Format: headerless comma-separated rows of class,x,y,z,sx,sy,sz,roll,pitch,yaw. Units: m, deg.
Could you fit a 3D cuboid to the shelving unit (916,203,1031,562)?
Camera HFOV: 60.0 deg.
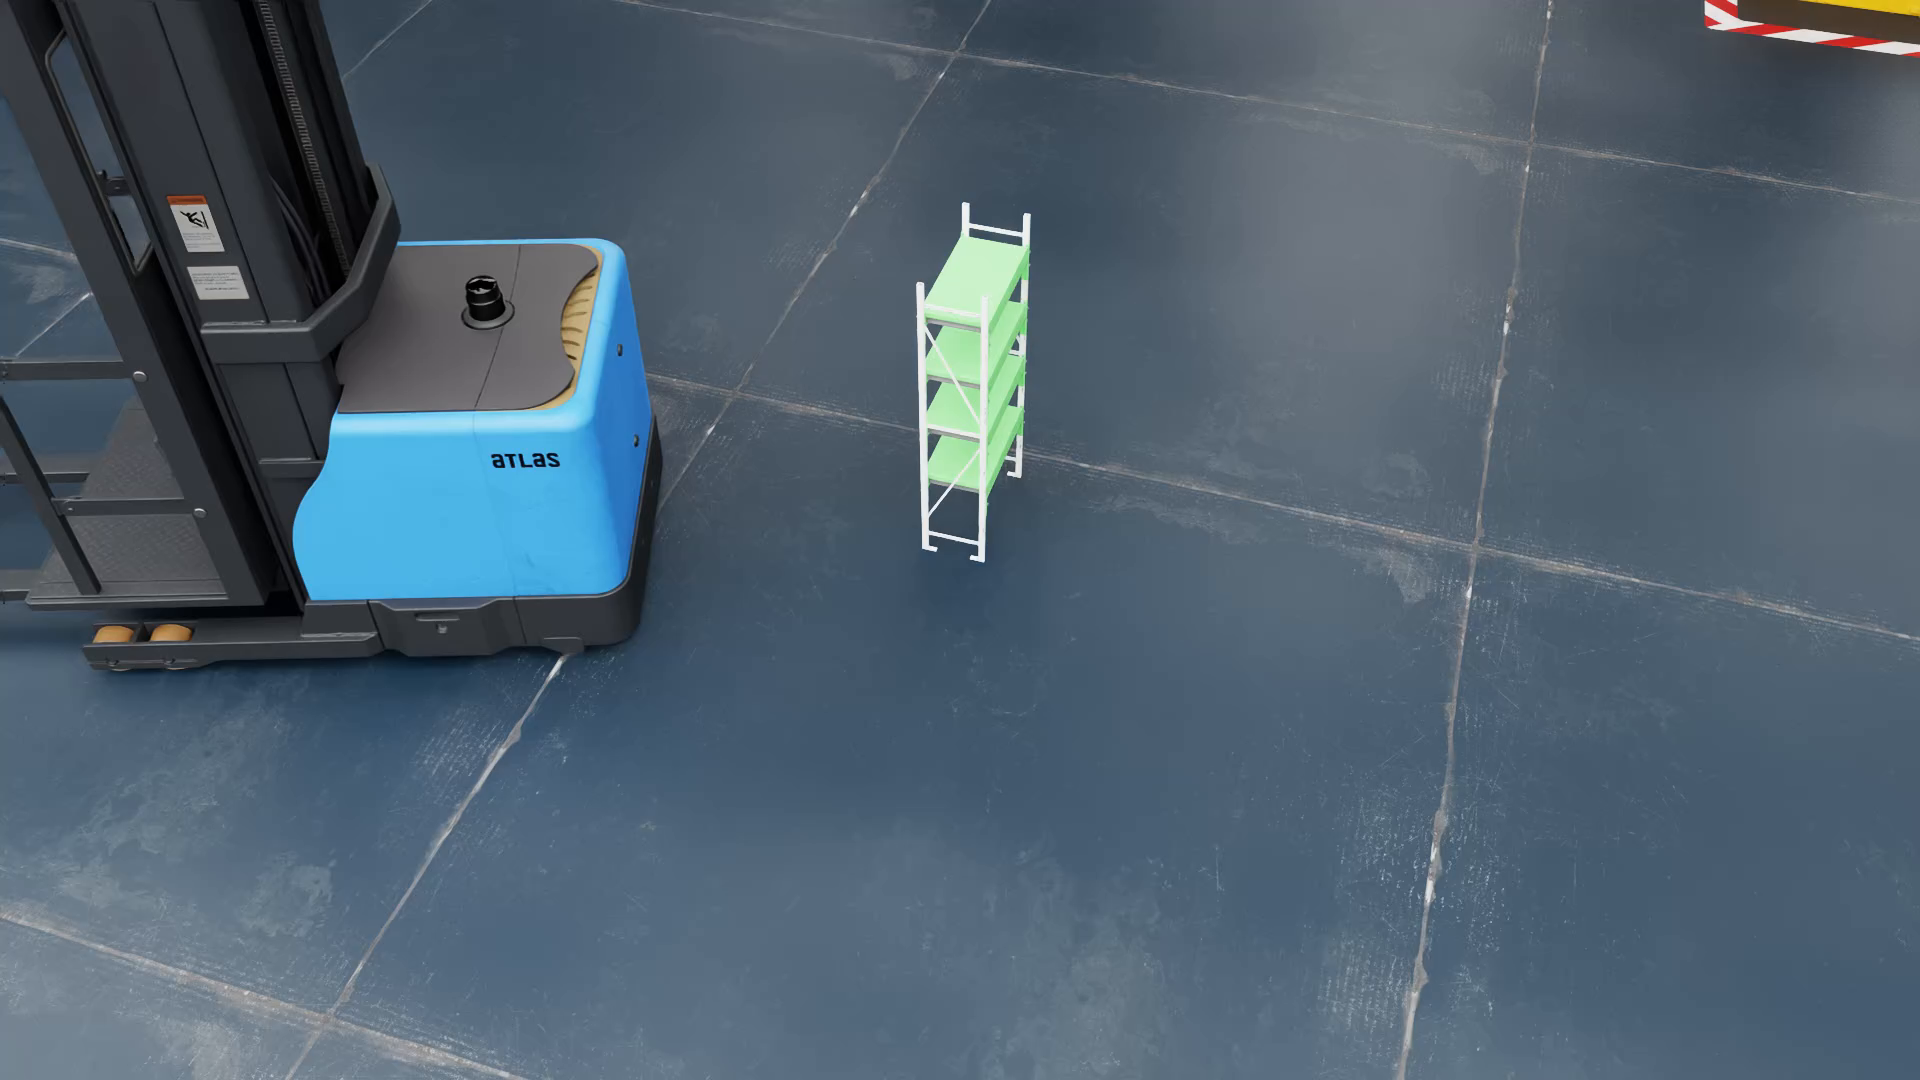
shelving unit,0.050,-0.539,5.943,0.258,1.200,0.503,13,46,12

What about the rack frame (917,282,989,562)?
rack frame,-0.024,-0.377,5.777,0.240,1.200,0.015,13,46,12

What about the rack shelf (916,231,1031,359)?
rack shelf,0.050,-0.837,5.652,0.258,0.148,0.480,13,46,12

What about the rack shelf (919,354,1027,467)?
rack shelf,0.050,-0.494,5.988,0.258,0.148,0.480,13,46,12

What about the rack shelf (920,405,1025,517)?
rack shelf,0.050,-0.322,6.156,0.258,0.148,0.480,13,46,12

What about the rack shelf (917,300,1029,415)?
rack shelf,0.050,-0.665,5.820,0.258,0.148,0.480,13,46,12

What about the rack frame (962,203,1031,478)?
rack frame,0.124,-0.702,6.109,0.240,1.200,0.015,13,46,12

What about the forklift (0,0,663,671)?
forklift,-2.653,-0.970,5.145,3.031,2.935,1.130,-1,44,-1
